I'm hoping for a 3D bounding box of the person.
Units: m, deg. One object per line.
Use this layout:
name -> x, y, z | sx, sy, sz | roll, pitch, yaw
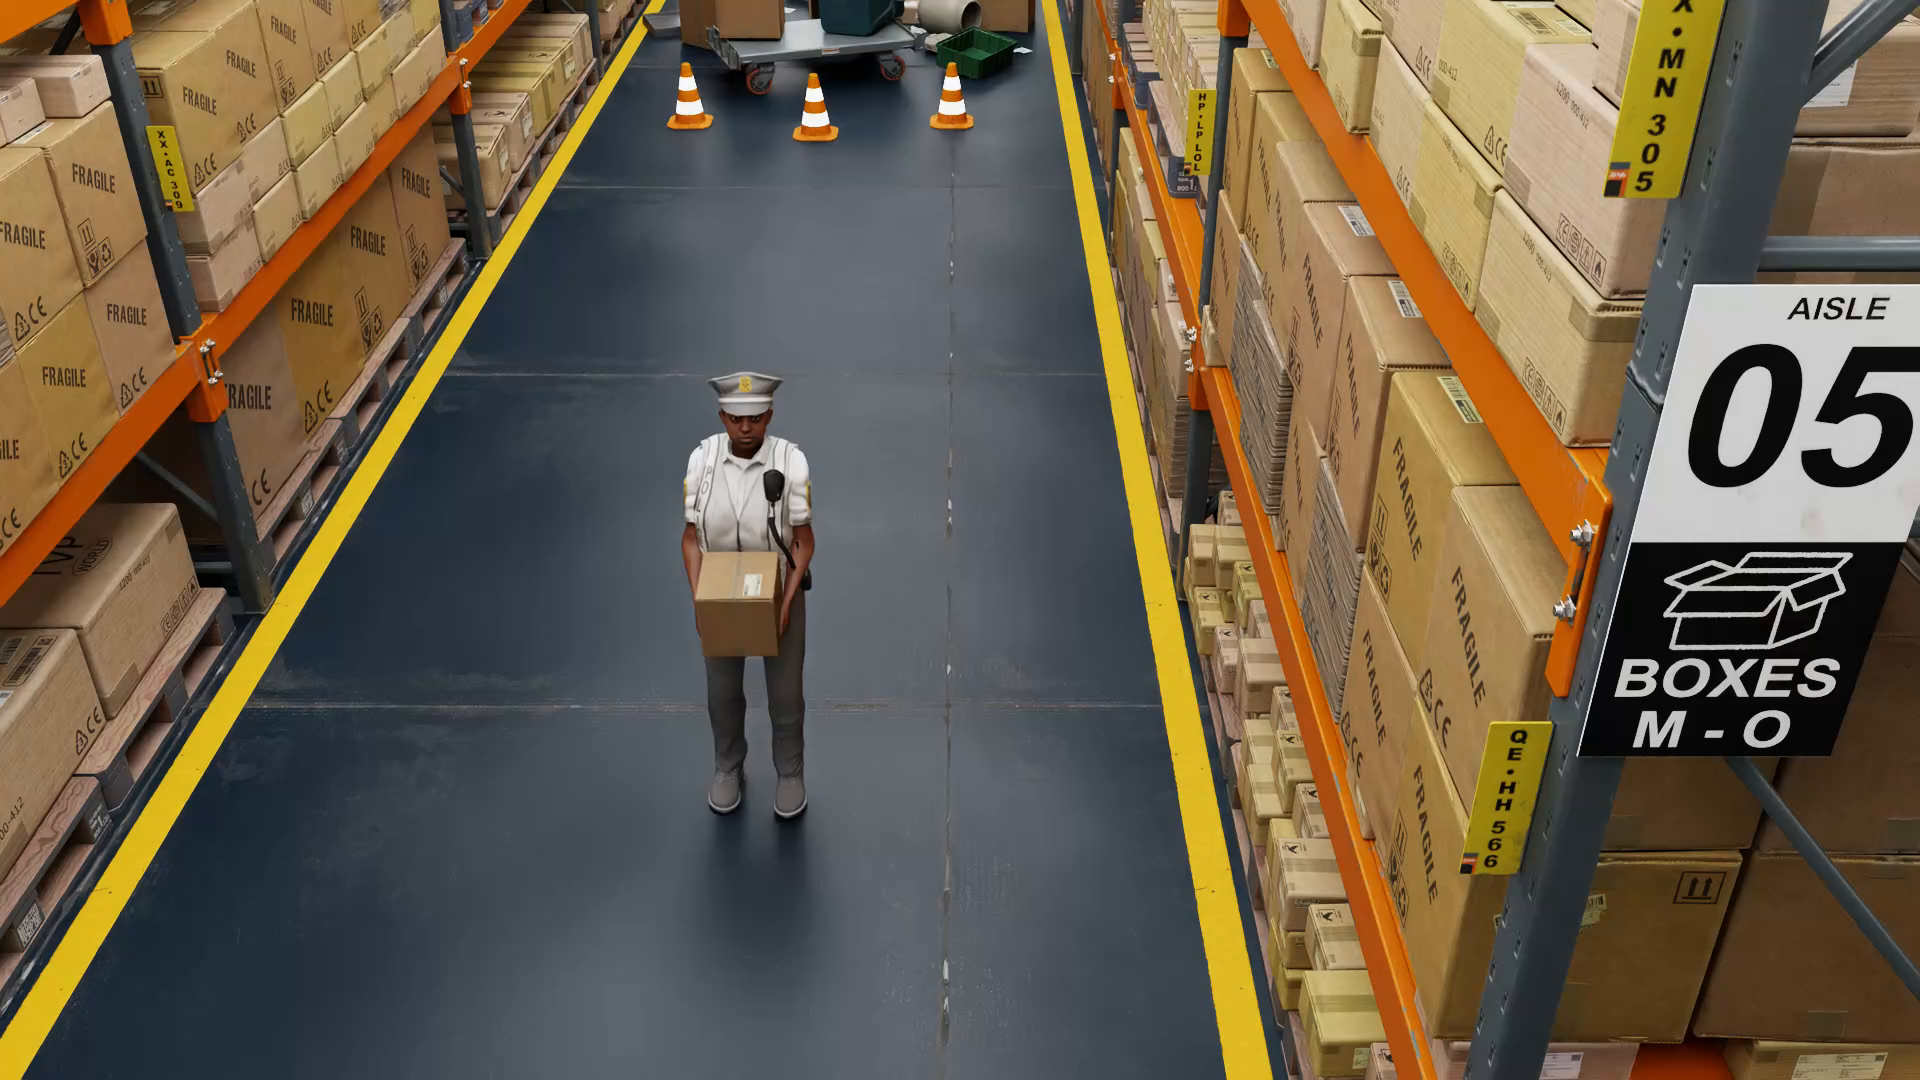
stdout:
person -> -0.720, 0.220, 5.744 | 0.455, 1.697, 0.530 | 0, 32, 0
